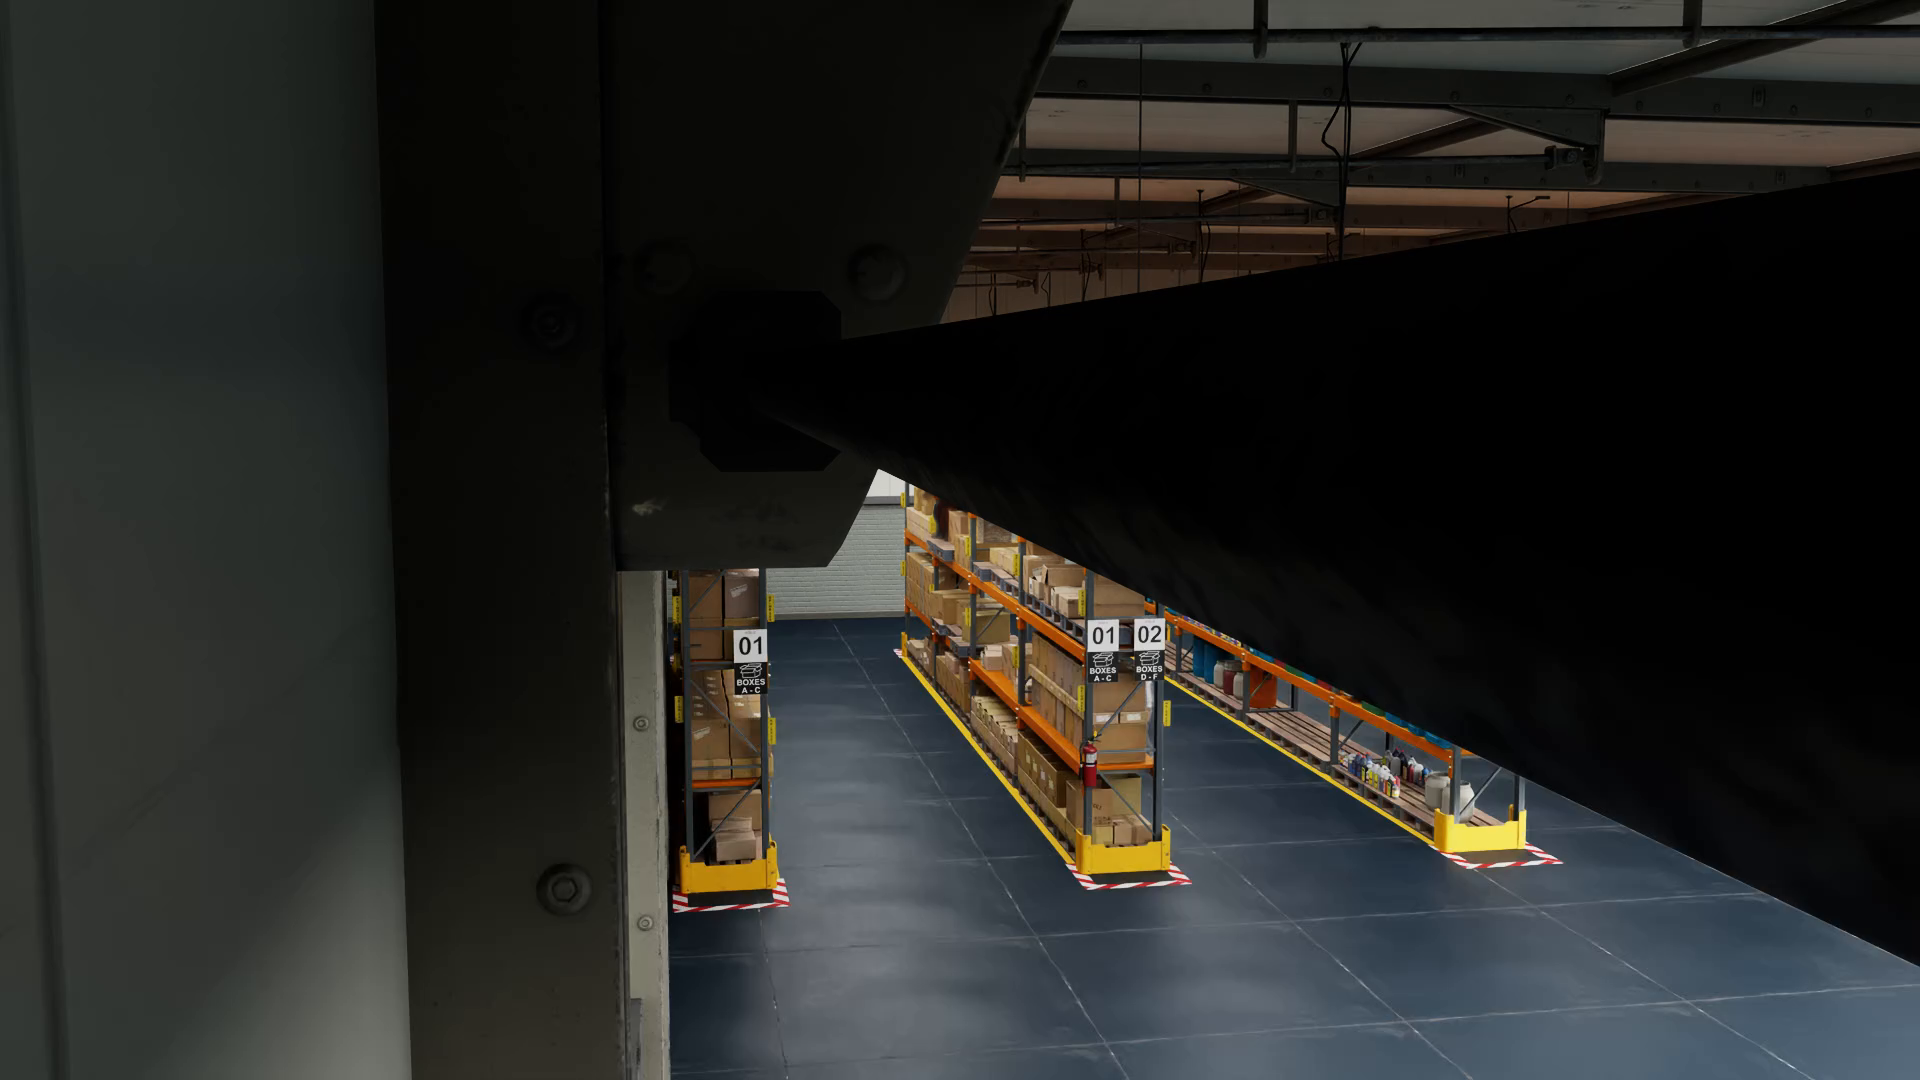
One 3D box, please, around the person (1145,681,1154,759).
[{"bbox_3d":[2.893,2.782,26.569,0.341,1.613,0.463,-3,6,-24],"label":"person"}]
